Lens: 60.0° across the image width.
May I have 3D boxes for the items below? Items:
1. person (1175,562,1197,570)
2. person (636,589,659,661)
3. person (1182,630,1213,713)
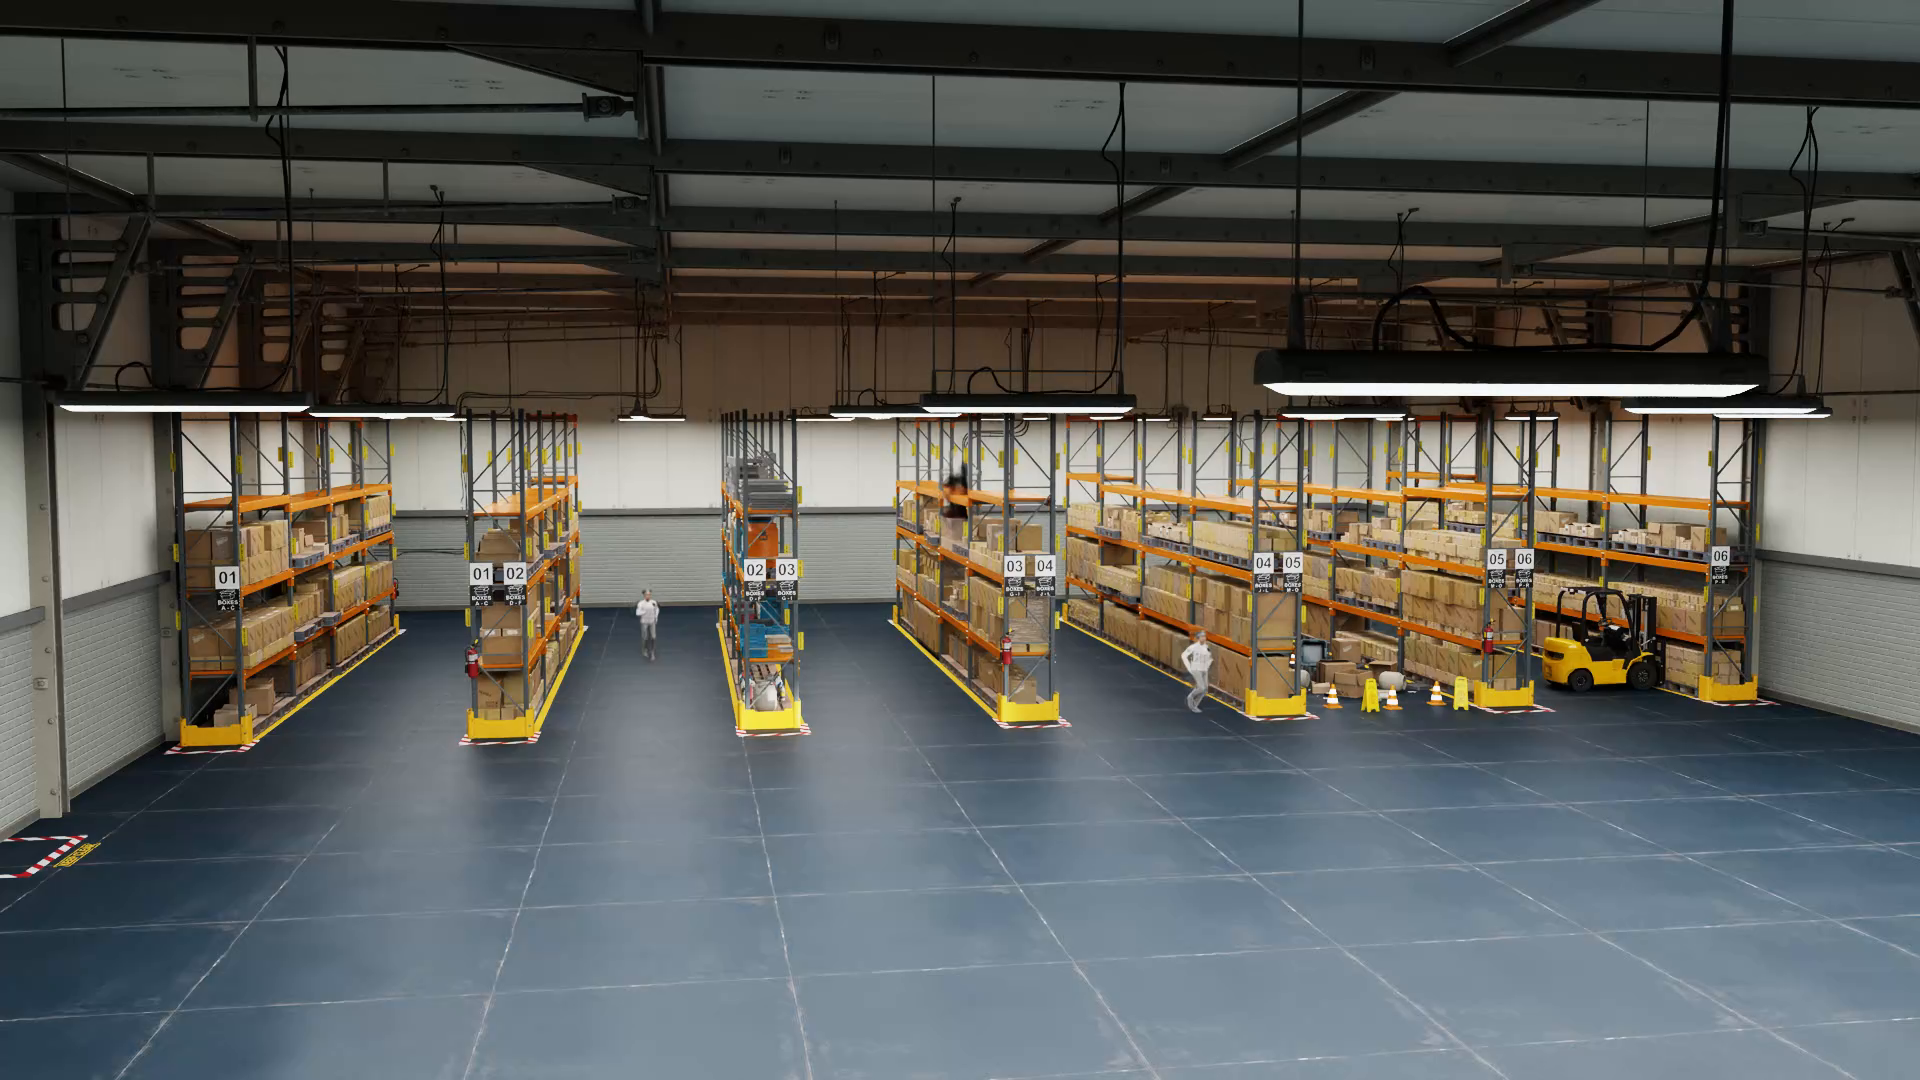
[{"bbox_3d":[6.951,1.409,50.308,0.947,1.625,0.740,-1,4,-12],"label":"person"},{"bbox_3d":[-7.575,2.061,40.413,0.595,1.746,0.710,-1,4,-20],"label":"person"},{"bbox_3d":[4.765,2.596,32.960,0.609,1.643,0.508,-3,5,-35],"label":"person"}]
